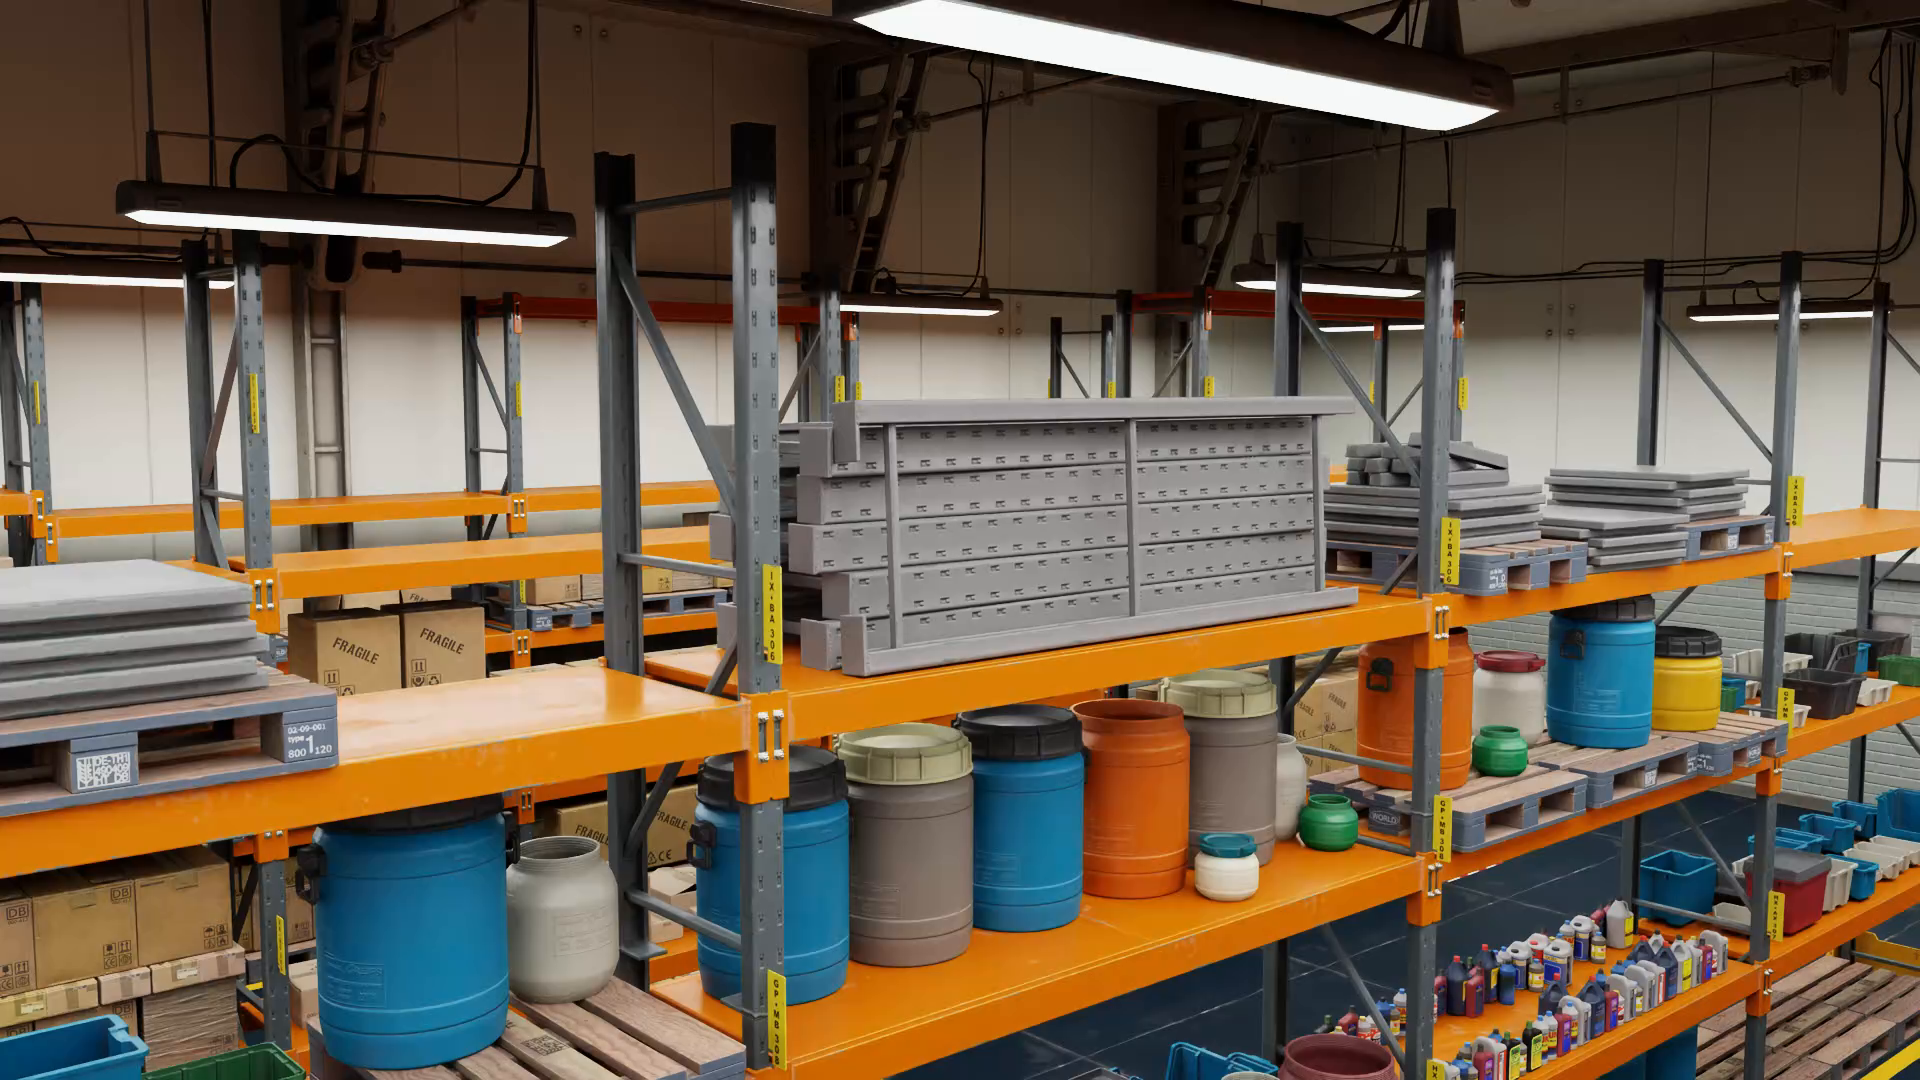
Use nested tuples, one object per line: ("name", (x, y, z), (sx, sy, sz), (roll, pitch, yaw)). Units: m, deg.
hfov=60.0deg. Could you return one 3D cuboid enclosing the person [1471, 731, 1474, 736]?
("person", (5.672, 2.540, 19.028), (0.757, 1.666, 0.571), (1, 5, 6))
